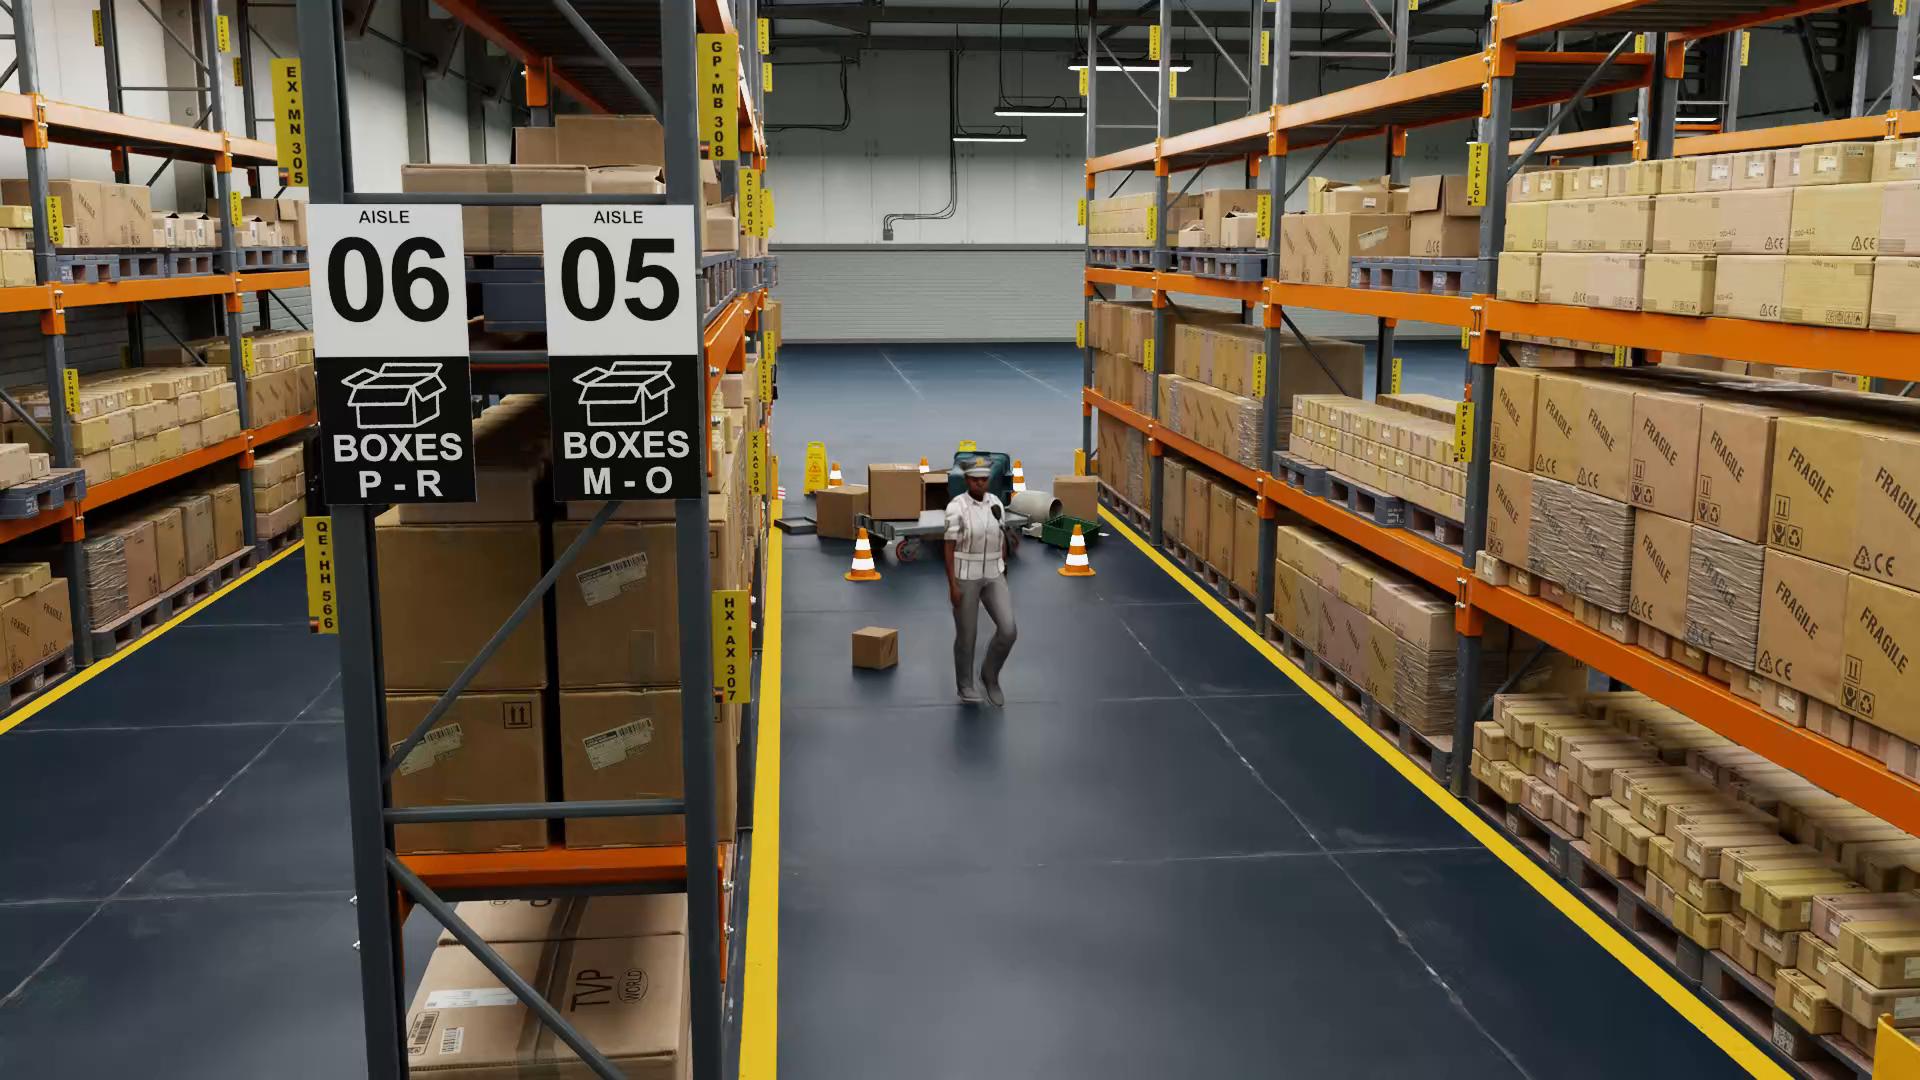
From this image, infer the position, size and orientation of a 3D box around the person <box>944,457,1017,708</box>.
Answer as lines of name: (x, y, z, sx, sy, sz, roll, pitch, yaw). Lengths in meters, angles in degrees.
person: (0.131, 0.293, 11.148, 0.484, 1.721, 0.479, -4, 11, -21)
